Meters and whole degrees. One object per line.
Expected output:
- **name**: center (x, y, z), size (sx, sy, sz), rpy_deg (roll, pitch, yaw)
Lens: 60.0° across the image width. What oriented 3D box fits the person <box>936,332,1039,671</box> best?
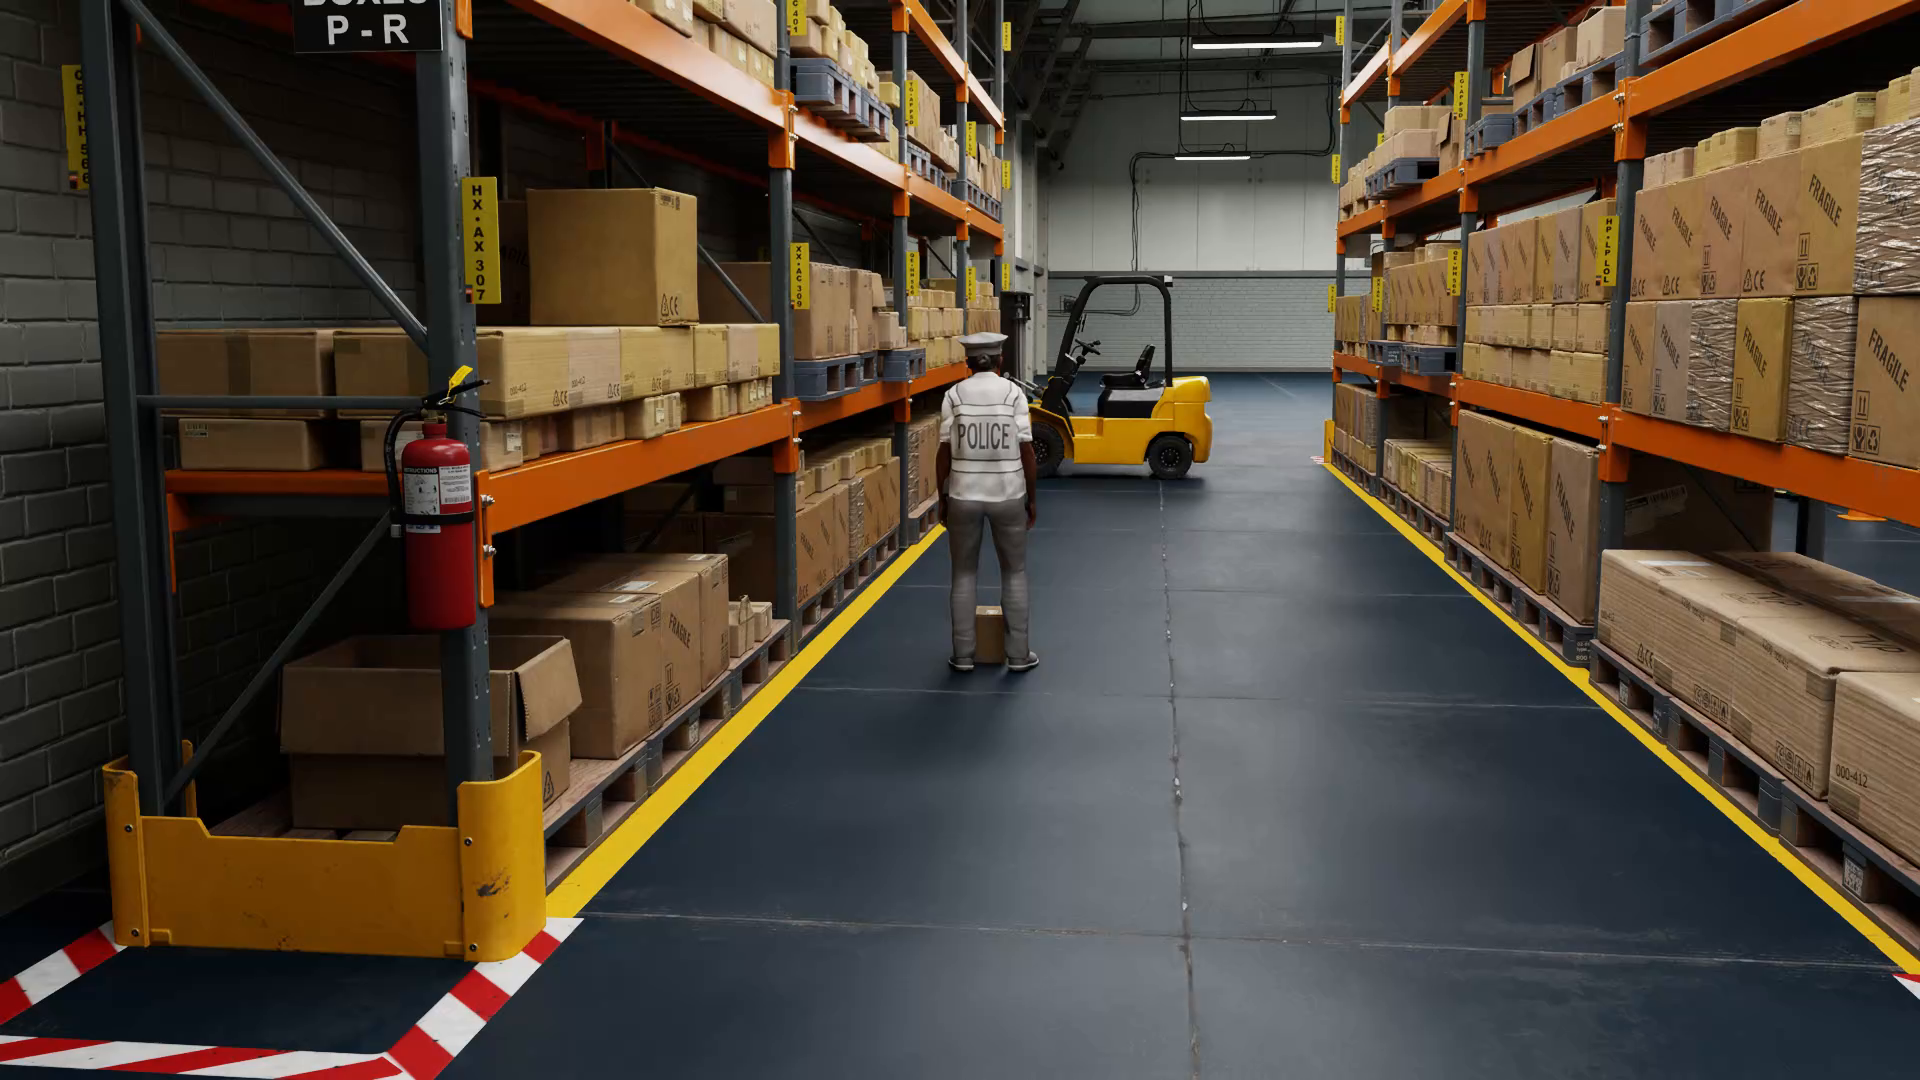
- **person**: center (0.136, -0.183, 8.161), size (0.505, 1.658, 0.395), rpy_deg (1, 8, 4)
